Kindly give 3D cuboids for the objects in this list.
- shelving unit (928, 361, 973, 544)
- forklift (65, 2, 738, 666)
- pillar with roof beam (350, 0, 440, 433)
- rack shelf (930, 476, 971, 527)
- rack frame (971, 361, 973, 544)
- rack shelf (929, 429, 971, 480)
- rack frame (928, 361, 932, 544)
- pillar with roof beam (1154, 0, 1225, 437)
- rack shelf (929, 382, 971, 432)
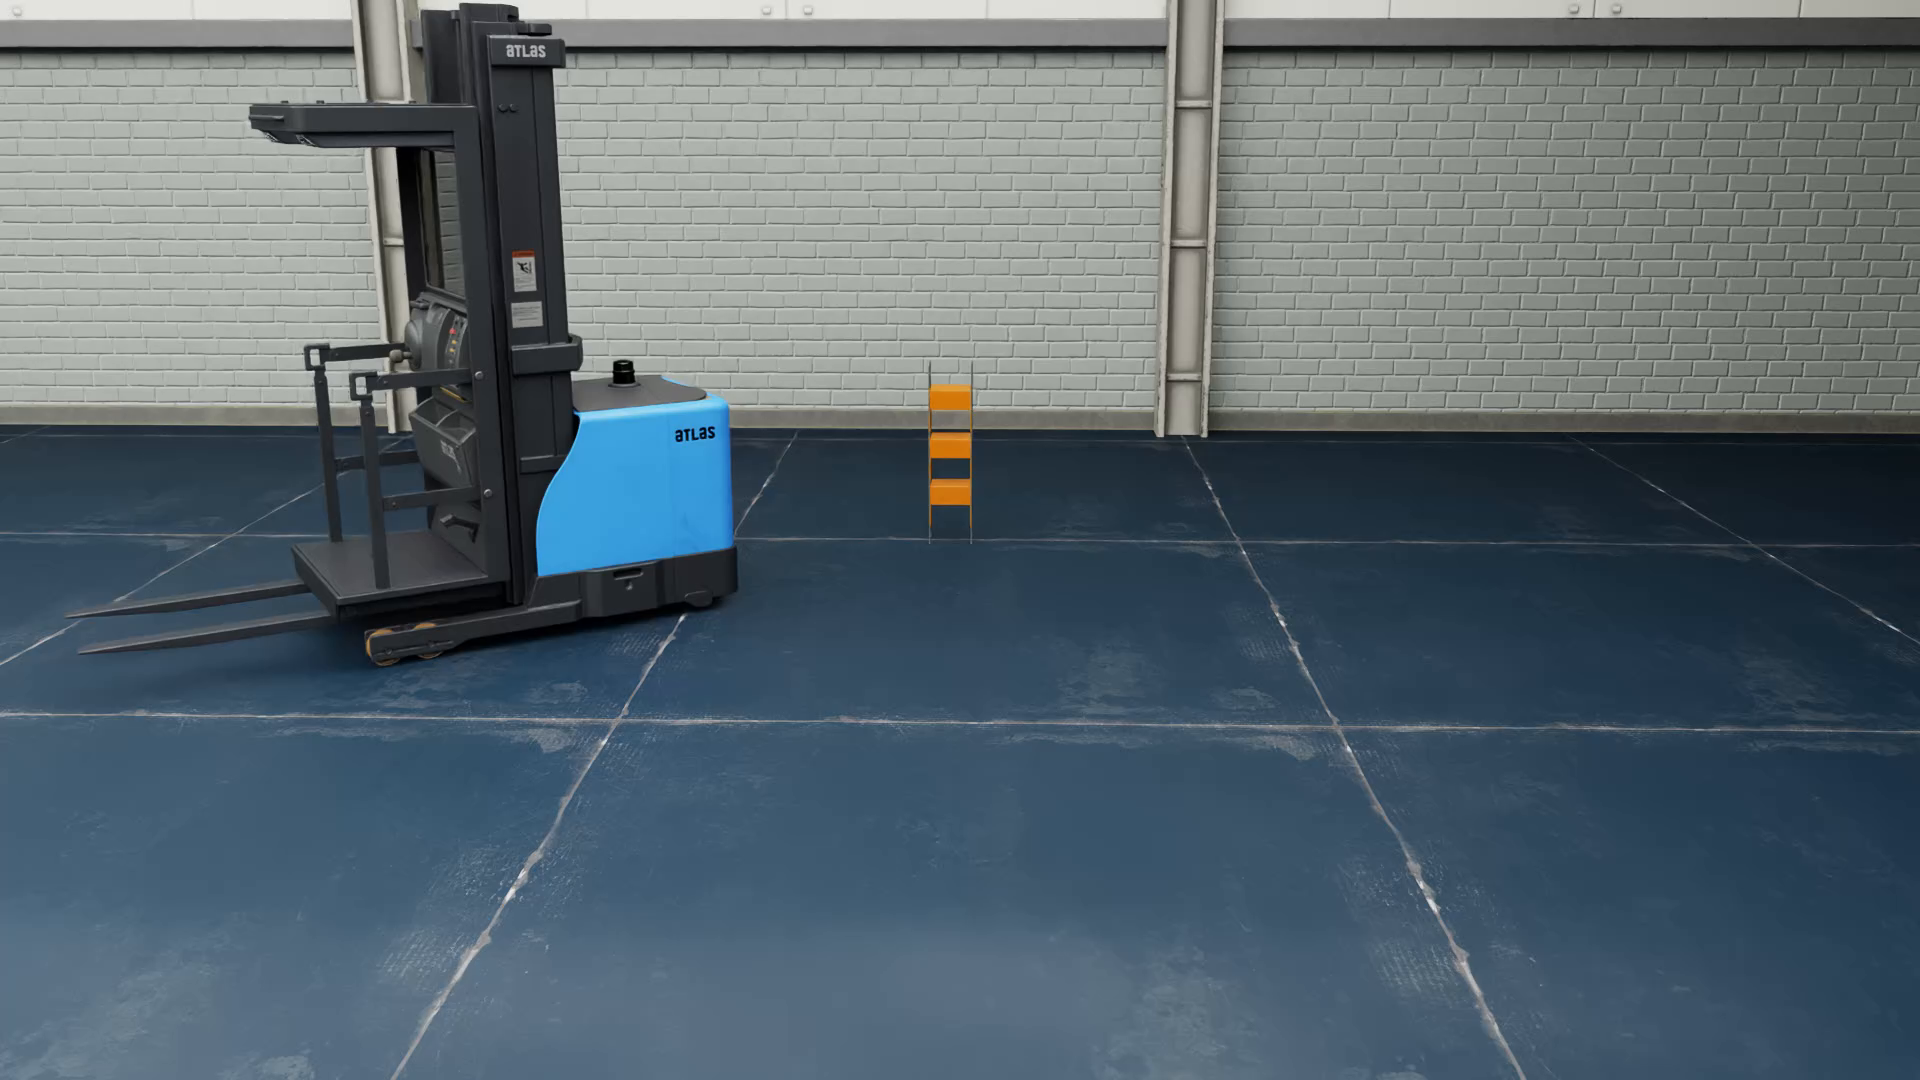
[{"bbox_3d":[-0.053,-0.508,9.707,0.252,1.050,0.215,0,15,1],"label":"shelving unit"},{"bbox_3d":[-2.670,-0.992,7.854,3.031,2.935,1.130,-9,17,-31],"label":"forklift"},{"bbox_3d":[-4.383,-4.129,7.849,0.400,9.000,9.100,0,15,1],"label":"pillar with roof beam"},{"bbox_3d":[-0.053,-0.229,9.781,0.240,0.259,0.215,0,15,1],"label":"rack shelf"},{"bbox_3d":[0.068,-0.507,9.704,0.008,1.050,0.200,0,15,1],"label":"rack frame"},{"bbox_3d":[-0.053,-0.498,9.710,0.240,0.259,0.215,0,15,1],"label":"rack shelf"},{"bbox_3d":[-0.175,-0.509,9.710,0.008,1.050,0.200,0,15,1],"label":"rack frame"},{"bbox_3d":[1.615,-4.090,7.701,0.400,9.000,9.100,0,15,1],"label":"pillar with roof beam"},{"bbox_3d":[-0.053,-0.772,9.638,0.240,0.259,0.215,0,15,1],"label":"rack shelf"}]
